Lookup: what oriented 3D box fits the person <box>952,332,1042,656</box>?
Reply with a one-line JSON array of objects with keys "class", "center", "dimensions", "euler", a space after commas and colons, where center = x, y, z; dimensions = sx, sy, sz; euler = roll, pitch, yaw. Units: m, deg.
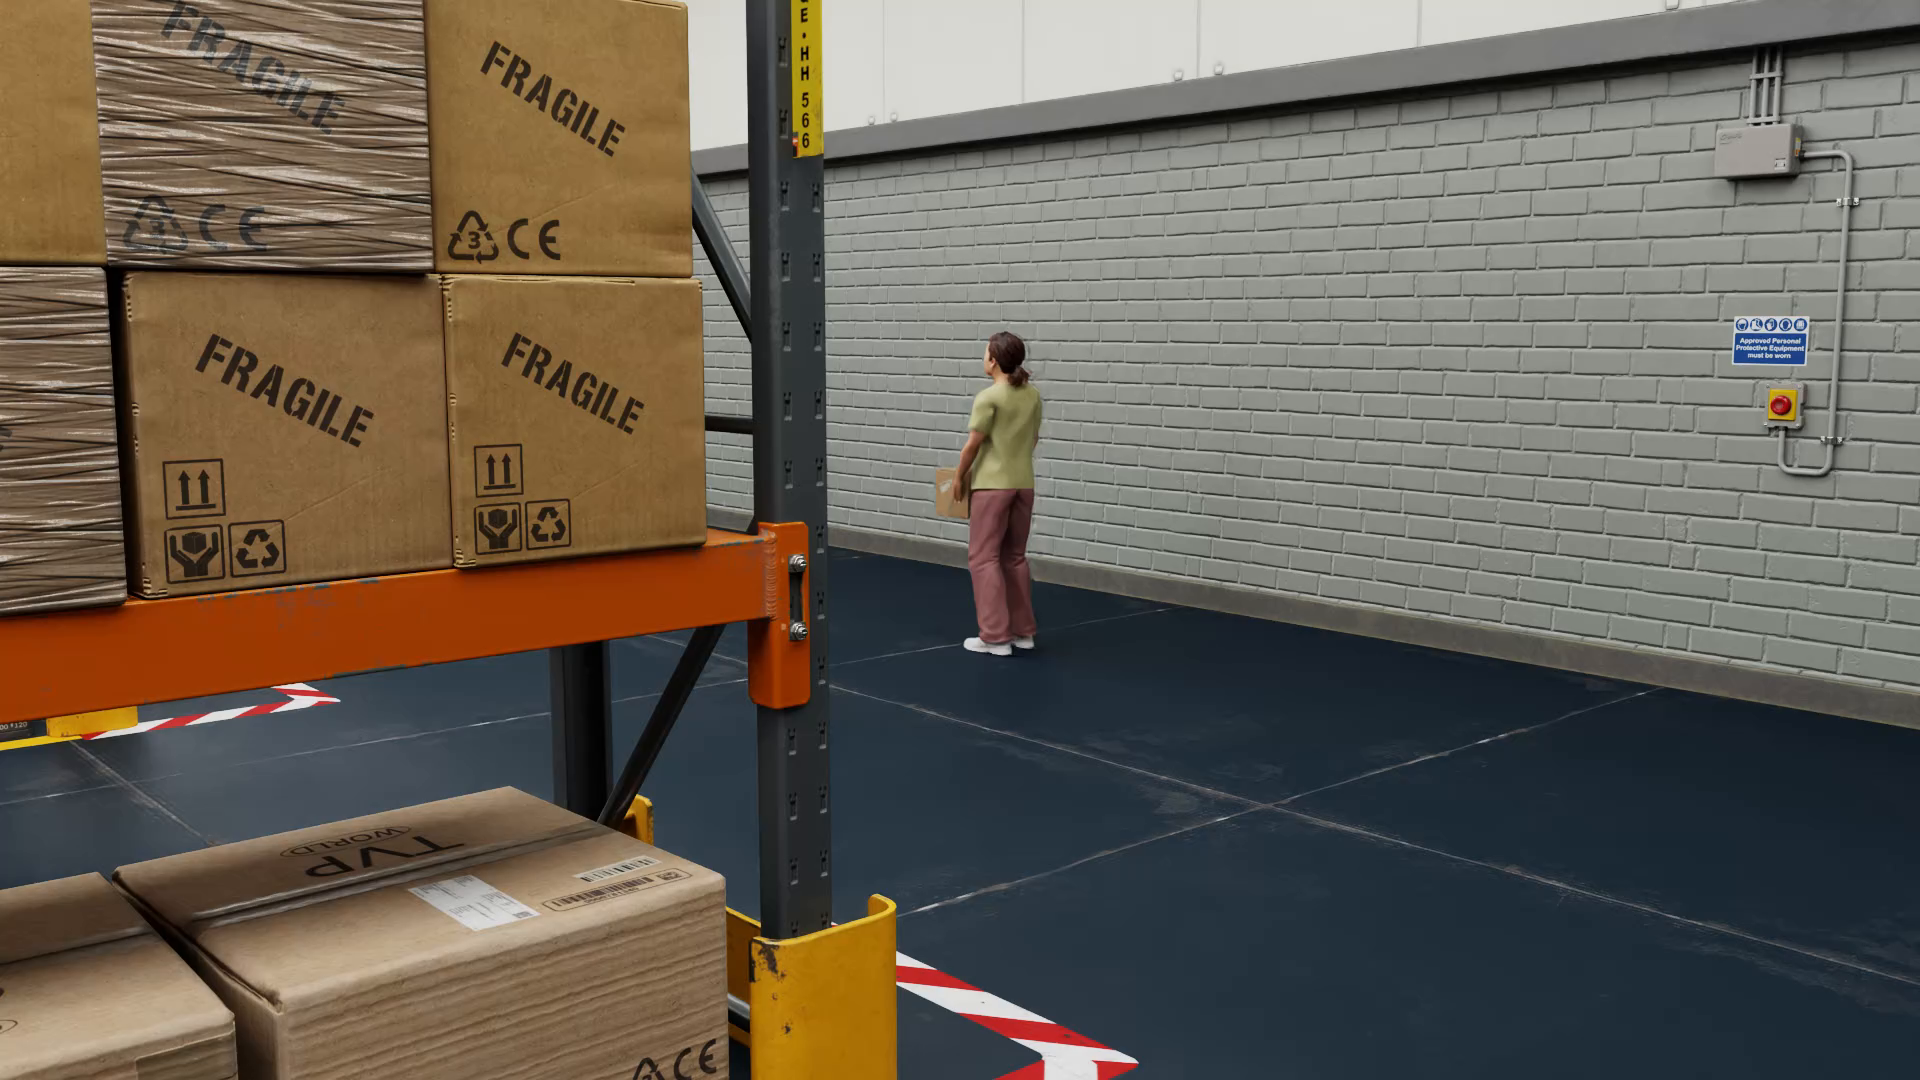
[{"class": "person", "center": [0.196, -0.244, 8.661], "dimensions": [0.498, 1.671, 0.422], "euler": [-6, 10, -41]}]
